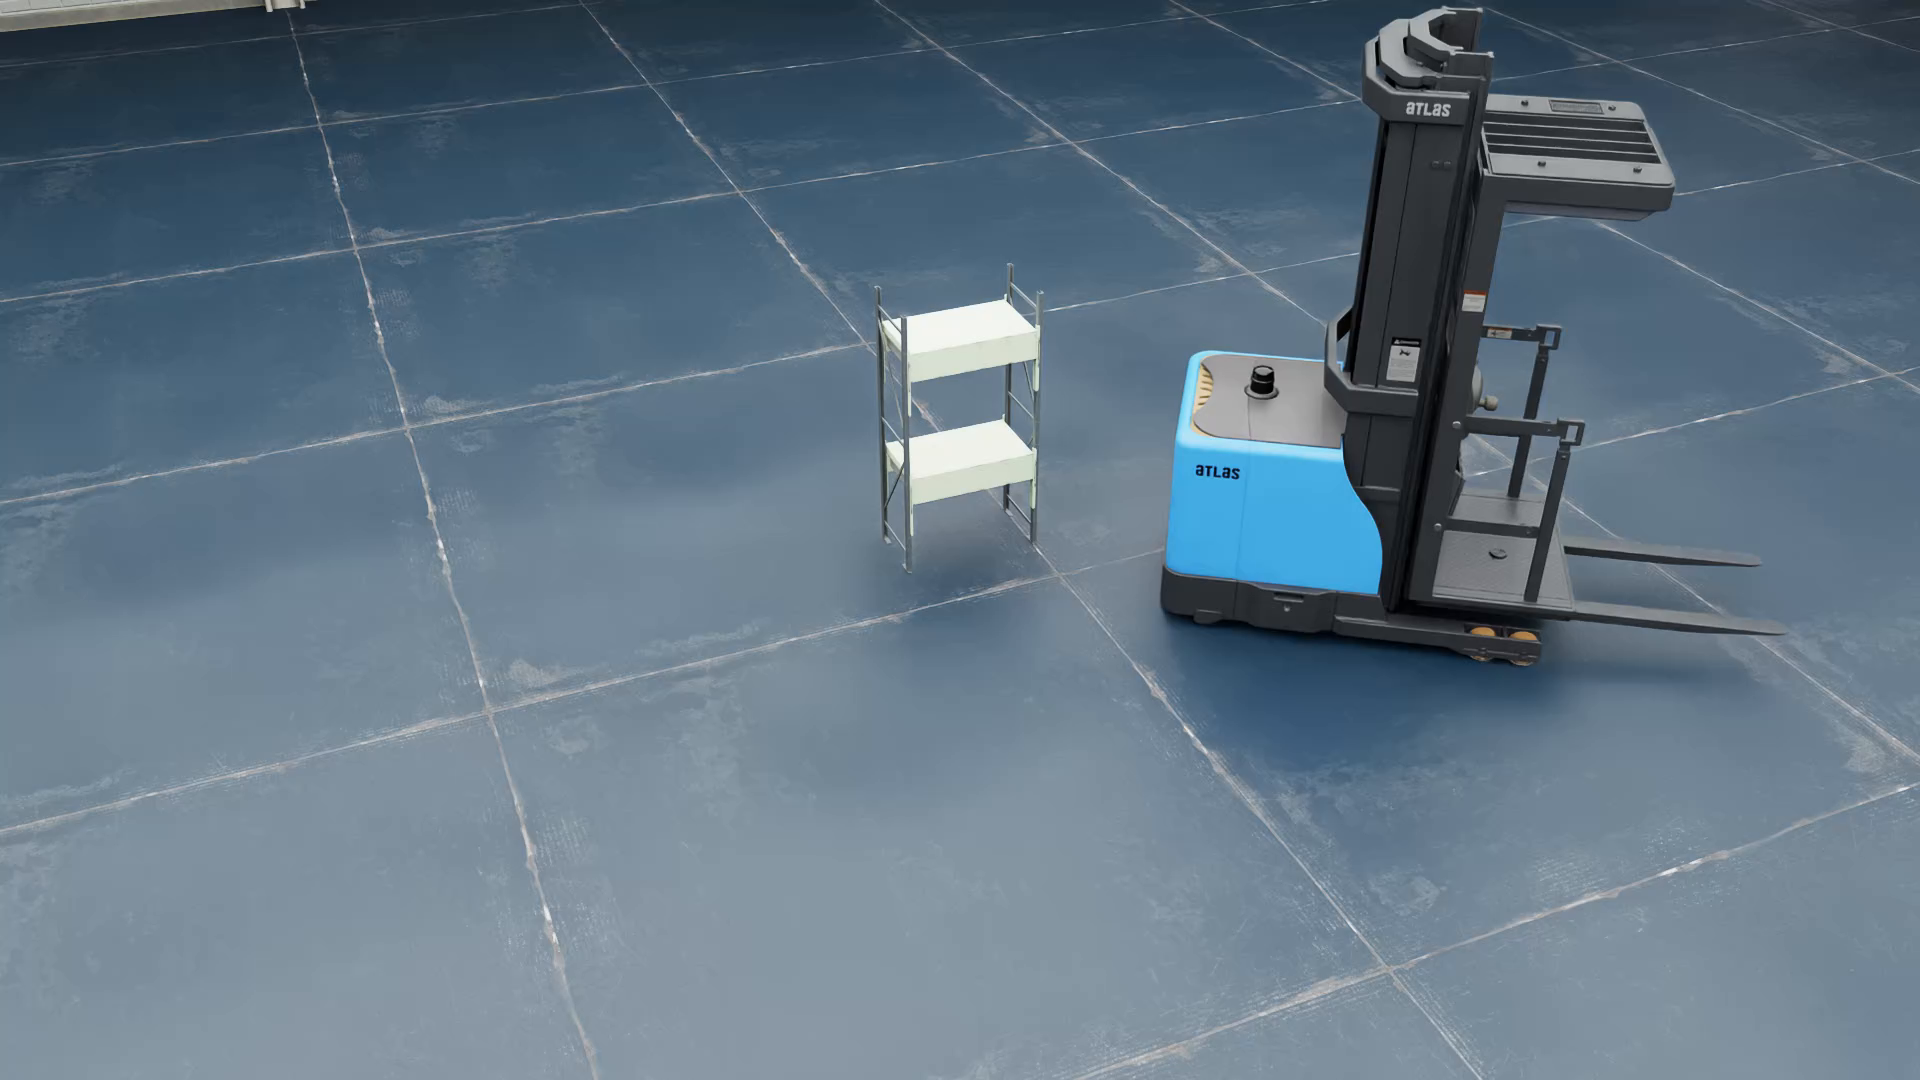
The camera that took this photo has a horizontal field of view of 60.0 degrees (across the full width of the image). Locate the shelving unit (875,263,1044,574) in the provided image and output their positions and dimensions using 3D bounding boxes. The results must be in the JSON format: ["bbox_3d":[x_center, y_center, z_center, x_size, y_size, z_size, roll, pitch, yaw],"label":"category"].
[{"bbox_3d":[-0.006,-0.627,8.757,0.755,1.500,0.431,-13,35,-19],"label":"shelving unit"}]

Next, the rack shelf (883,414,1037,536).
[{"bbox_3d":[-0.006,-0.354,8.935,0.720,0.370,0.431,-13,35,-19],"label":"rack shelf"}]

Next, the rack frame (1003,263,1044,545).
[{"bbox_3d":[0.331,-0.704,8.876,0.023,1.500,0.400,-13,35,-19],"label":"rack frame"}]

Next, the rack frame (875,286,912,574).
[{"bbox_3d":[-0.344,-0.550,8.638,0.023,1.500,0.400,-13,35,-19],"label":"rack frame"}]

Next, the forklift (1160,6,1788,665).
[{"bbox_3d":[2.597,-0.925,7.903,3.031,2.935,1.130,6,34,9],"label":"forklift"}]

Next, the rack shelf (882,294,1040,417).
[{"bbox_3d":[-0.006,-0.954,8.544,0.720,0.370,0.431,-13,35,-19],"label":"rack shelf"}]

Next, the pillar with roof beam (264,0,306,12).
[{"bbox_3d":[-5.674,-7.416,12.314,0.400,9.000,9.100,-13,35,-19],"label":"pillar with roof beam"}]
